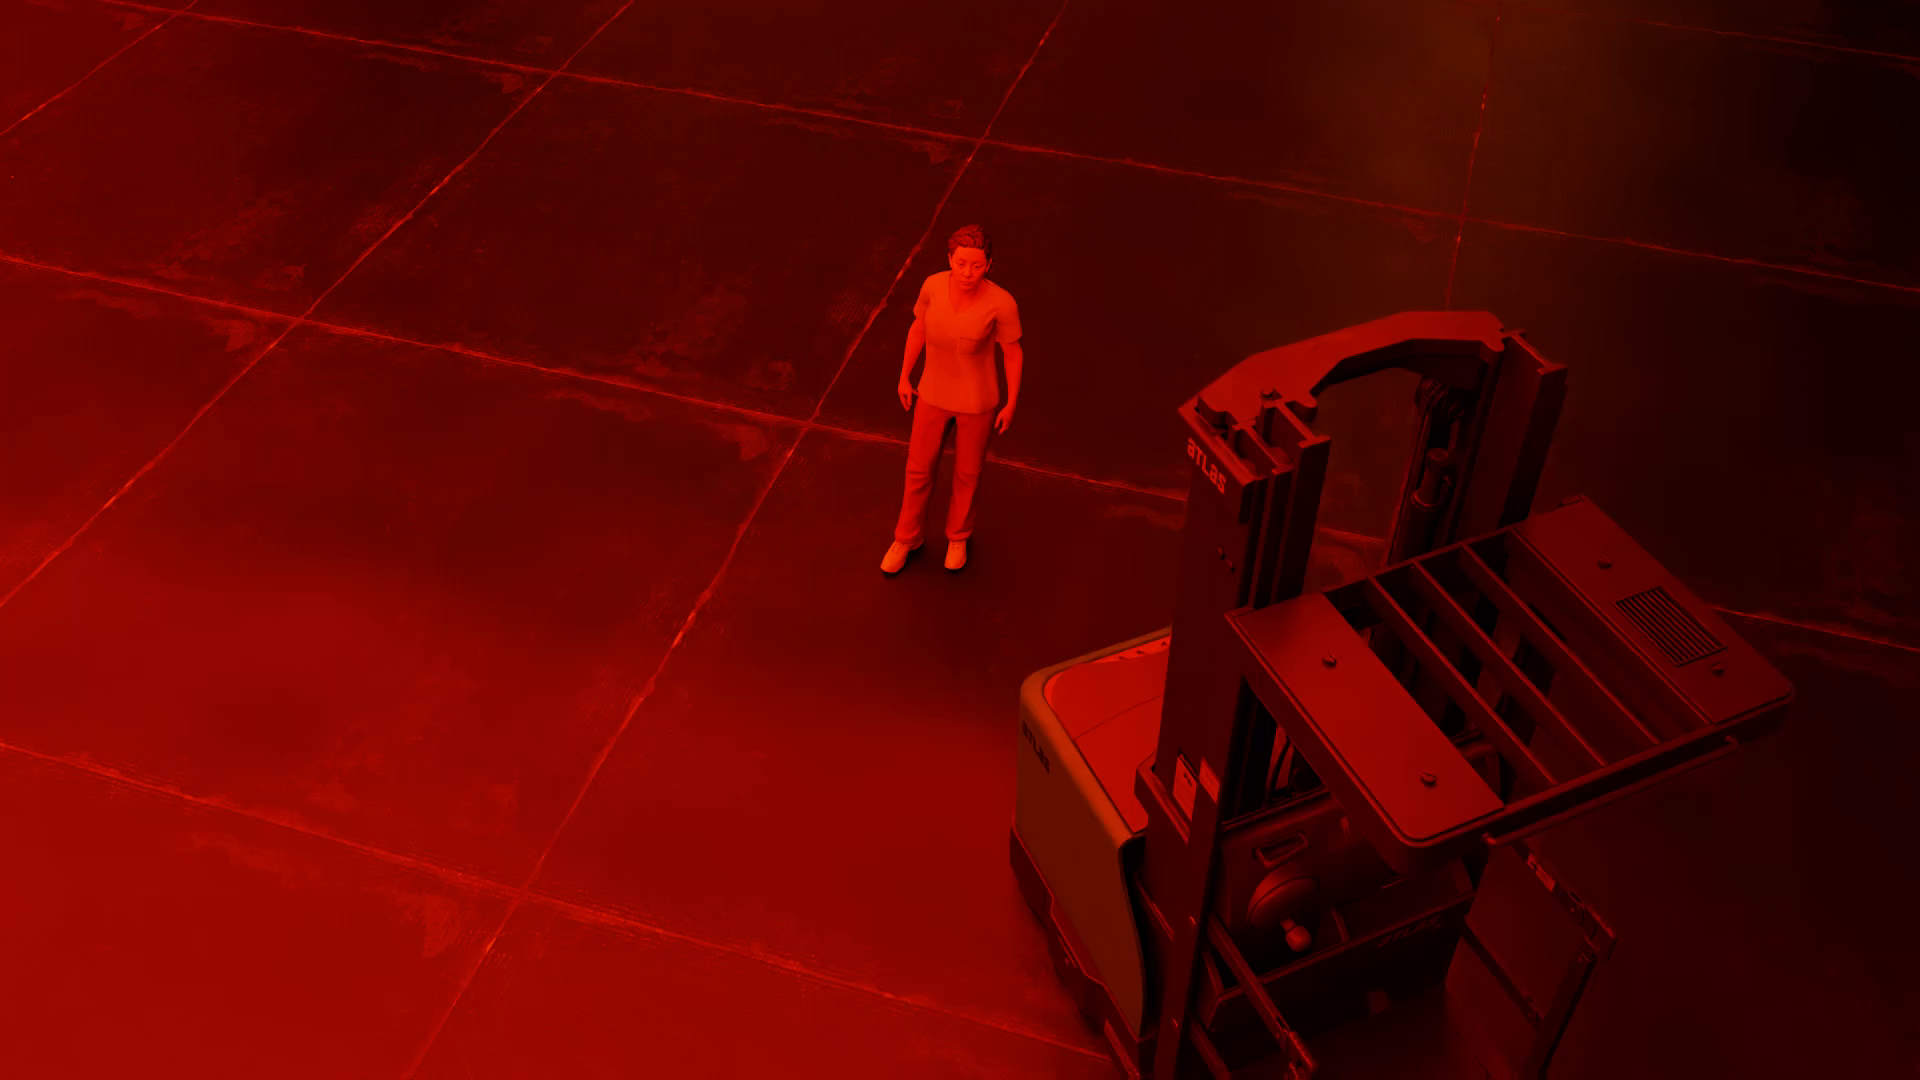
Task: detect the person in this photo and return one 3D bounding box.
[{"bbox_3d":[-0.033,-0.574,7.217,0.554,1.676,0.549,12,44,13],"label":"person"}]

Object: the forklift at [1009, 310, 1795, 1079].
[{"bbox_3d":[1.252,0.969,4.648,1.130,2.935,3.031,-17,46,-17],"label":"forklift"}]
